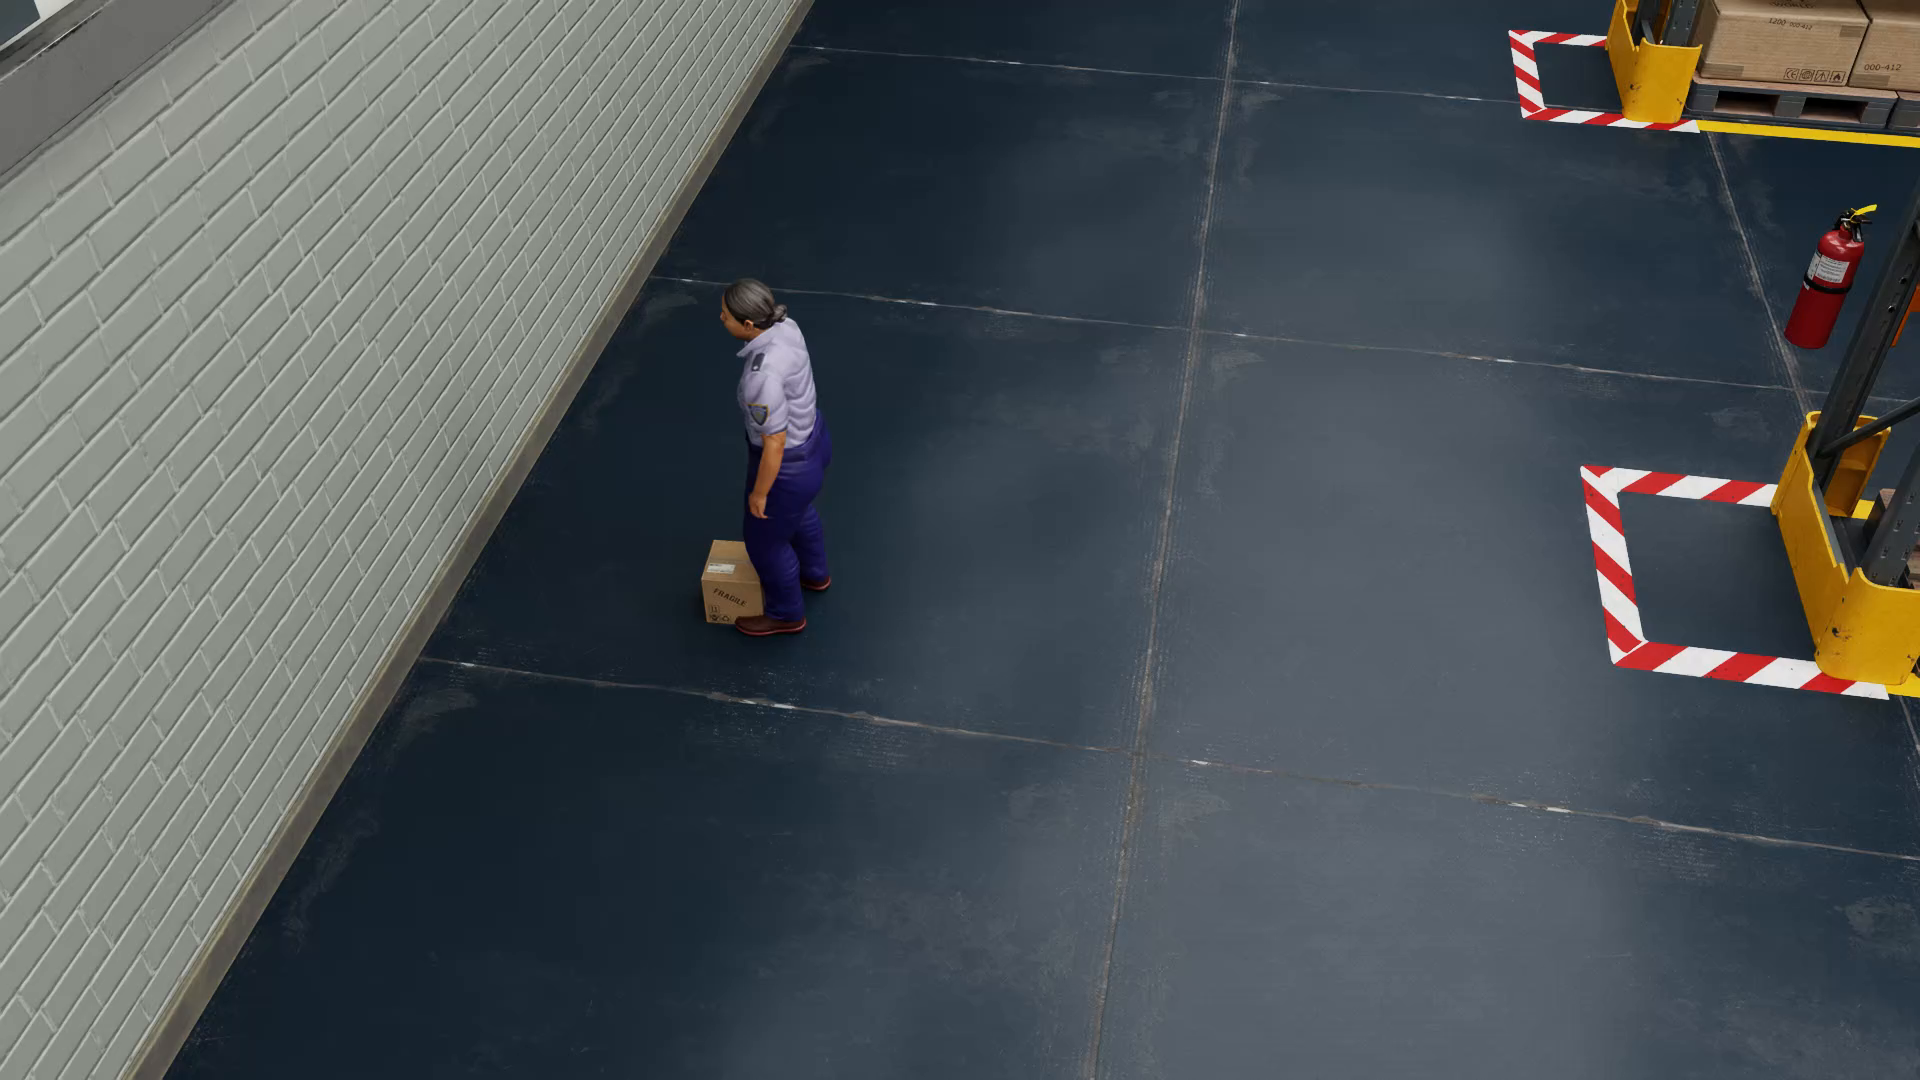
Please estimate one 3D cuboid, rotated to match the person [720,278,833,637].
[{"bbox_3d":[-0.725,-0.325,6.540,0.417,1.652,0.560,5,41,6],"label":"person"}]
